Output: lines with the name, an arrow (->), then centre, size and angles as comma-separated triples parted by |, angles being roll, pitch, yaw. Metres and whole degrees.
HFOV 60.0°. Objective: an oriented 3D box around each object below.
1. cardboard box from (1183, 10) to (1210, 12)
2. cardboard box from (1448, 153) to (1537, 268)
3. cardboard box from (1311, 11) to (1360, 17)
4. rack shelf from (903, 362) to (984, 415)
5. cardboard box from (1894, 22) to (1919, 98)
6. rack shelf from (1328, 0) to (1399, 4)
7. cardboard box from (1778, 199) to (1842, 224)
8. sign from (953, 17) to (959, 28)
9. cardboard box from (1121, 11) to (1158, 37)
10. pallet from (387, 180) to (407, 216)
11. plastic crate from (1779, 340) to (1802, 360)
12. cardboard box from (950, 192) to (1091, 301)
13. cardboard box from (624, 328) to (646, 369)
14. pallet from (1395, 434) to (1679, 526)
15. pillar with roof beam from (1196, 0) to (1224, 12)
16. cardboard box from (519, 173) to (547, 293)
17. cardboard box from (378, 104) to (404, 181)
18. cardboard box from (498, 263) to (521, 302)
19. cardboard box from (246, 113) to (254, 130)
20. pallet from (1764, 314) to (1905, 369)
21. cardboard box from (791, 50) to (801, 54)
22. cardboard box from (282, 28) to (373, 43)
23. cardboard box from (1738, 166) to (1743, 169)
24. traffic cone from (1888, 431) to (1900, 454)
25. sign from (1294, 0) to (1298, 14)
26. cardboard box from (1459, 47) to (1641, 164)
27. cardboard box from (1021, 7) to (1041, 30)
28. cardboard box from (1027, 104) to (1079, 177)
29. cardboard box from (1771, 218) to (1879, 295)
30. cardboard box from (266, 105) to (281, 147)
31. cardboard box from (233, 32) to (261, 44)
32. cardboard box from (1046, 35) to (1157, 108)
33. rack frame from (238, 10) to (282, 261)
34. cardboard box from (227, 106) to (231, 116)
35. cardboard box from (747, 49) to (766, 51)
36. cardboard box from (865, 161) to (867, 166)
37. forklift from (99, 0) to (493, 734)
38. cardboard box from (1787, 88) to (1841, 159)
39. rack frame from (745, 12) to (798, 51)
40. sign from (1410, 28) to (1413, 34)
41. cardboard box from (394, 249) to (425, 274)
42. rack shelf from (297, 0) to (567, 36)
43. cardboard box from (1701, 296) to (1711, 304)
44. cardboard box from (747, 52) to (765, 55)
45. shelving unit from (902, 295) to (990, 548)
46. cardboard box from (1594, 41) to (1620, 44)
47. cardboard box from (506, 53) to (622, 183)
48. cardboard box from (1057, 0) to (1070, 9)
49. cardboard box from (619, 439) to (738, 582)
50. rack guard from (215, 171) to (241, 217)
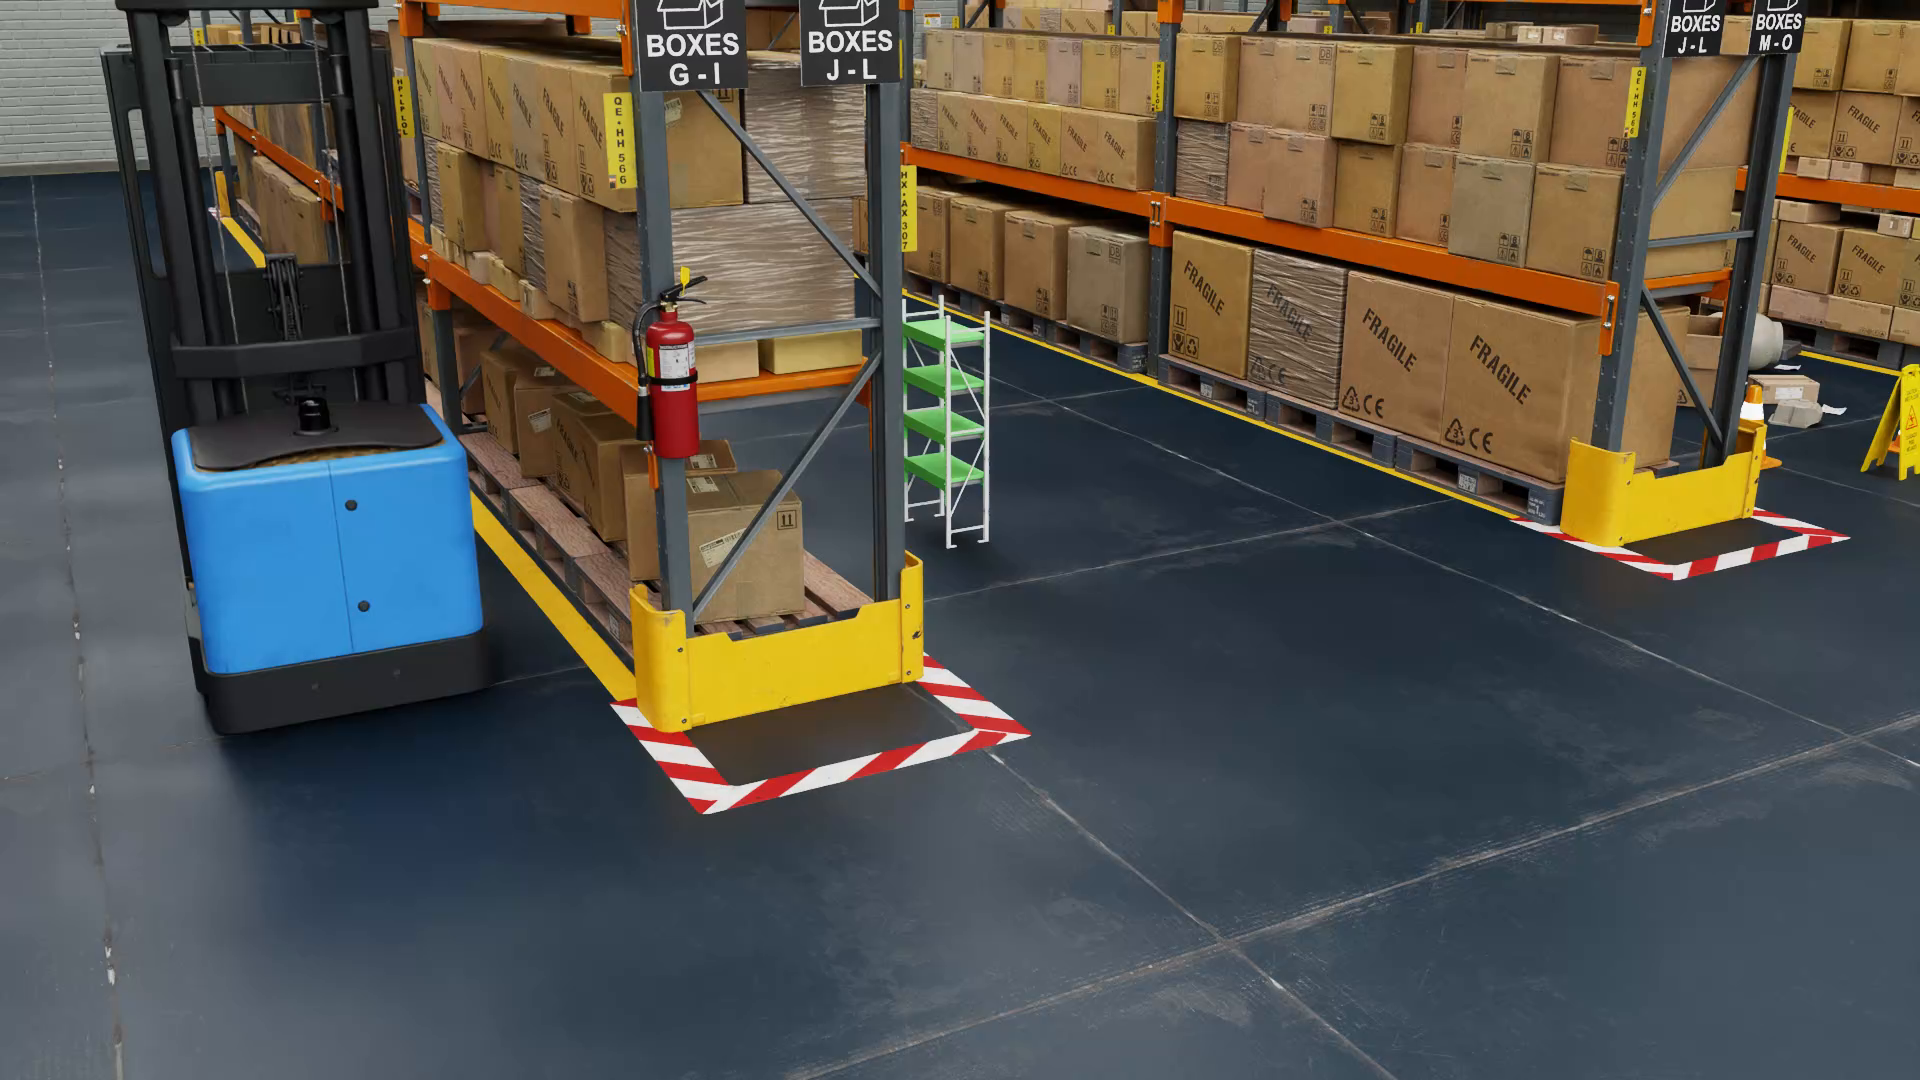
cardboard box -> 2.766, -6.190, 20.285 | 0.500, 0.500, 0.500 | -9, 21, -25
cardboard box -> 3.227, -1.844, 9.146 | 0.875, 0.550, 0.550 | -10, 21, -27
cardboard box -> 5.491, -7.499, 24.390 | 0.500, 0.500, 0.500 | -9, 21, -25
rack shelf -> -0.079, -0.781, 8.516 | 0.258, 0.148, 0.480 | -10, 21, -27
cardboard box -> 7.030, -3.365, 11.642 | 0.700, 0.500, 0.500 | -10, 22, -27
rack shelf -> 3.283, -6.263, 18.687 | 1.077, 0.370, 4.000 | -10, 21, -27
cardboard box -> 6.557, -2.542, 12.827 | 0.380, 0.149, 0.250 | -9, 21, -24
sign -> -0.058, -7.270, 23.653 | 0.100, 0.325, 0.005 | -10, 21, -27
cardboard box -> 2.289, -6.108, 20.049 | 0.500, 0.500, 0.500 | -10, 21, -26
pallet -> -3.513, -2.423, 11.350 | 1.003, 0.211, 1.213 | -10, 21, -27
plastic crate -> 6.156, -1.505, 12.870 | 0.583, 0.080, 0.402 | 16, 25, 39
cardboard box -> 0.552, -2.511, 14.115 | 1.050, 0.750, 0.750 | -10, 21, -26
cardboard box -> -1.125, -0.782, 6.685 | 0.380, 0.149, 0.250 | -10, 21, -27
pallet -> 3.275, -0.418, 9.519 | 1.003, 0.211, 1.213 | -10, 21, -27
pillar with roof beam -> 0.524, -10.760, 26.019 | 9.100, 9.000, 0.400 | -10, 21, -27
cardboard box -> -1.469, -1.405, 7.494 | 0.875, 0.500, 0.500 | -10, 21, -27
cardboard box -> -3.494, -2.658, 10.935 | 0.797, 0.503, 0.637 | -8, 20, -21
cardboard box -> -2.028, -1.272, 8.105 | 0.380, 0.149, 0.250 | -10, 21, -27
cardboard box -> -6.821, -4.142, 16.422 | 0.380, 0.149, 0.250 | -10, 21, -26
pallet -> 7.065, -1.607, 12.964 | 1.003, 0.211, 1.213 | -10, 21, -27
cardboard box -> -1.613, -5.240, 18.046 | 0.380, 0.149, 0.250 | -9, 21, -24
cardboard box -> -5.453, -4.189, 14.481 | 0.797, 0.503, 0.637 | -9, 21, -25
cardboard box -> 6.318, -3.068, 13.309 | 0.380, 0.149, 0.250 | -10, 21, -27
traffic cone -> 5.876, -0.769, 10.152 | 0.336, 0.463, 0.334 | -10, 21, -27
sign -> 5.298, -8.454, 26.274 | 0.100, 0.325, 0.005 | -10, 21, -27
cardboard box -> 3.239, -2.356, 8.976 | 0.875, 0.550, 0.550 | -10, 21, -27
cardboard box -> 1.151, -6.809, 22.078 | 0.500, 0.500, 0.500 | -10, 21, -26
cardboard box -> 0.861, -3.113, 12.900 | 0.500, 0.500, 0.500 | -10, 21, -26
cardboard box -> 6.684, -2.204, 12.841 | 0.500, 0.500, 0.500 | -9, 21, -24
cardboard box -> -5.913, -3.813, 14.929 | 0.500, 0.500, 0.500 | -11, 22, -28
cardboard box -> -6.842, -4.739, 16.391 | 0.500, 0.500, 0.500 | -9, 21, -25
cardboard box -> 1.097, -3.621, 12.840 | 0.700, 0.500, 0.500 | -10, 21, -26
rack frame -> -6.388, -4.224, 16.275 | 1.000, 3.000, 0.127 | -10, 21, -27
cardboard box -> -7.678, -4.659, 17.921 | 0.380, 0.149, 0.250 | -11, 22, -28
cardboard box -> -2.454, -5.246, 18.628 | 0.500, 0.500, 0.500 | -10, 21, -27
cardboard box -> -1.108, -3.634, 16.603 | 0.500, 0.250, 0.500 | -9, 21, -25
forklift -> -3.000, -1.091, 7.301 | 1.130, 2.935, 3.031 | -9, 21, -25
cardboard box -> 6.581, -3.194, 12.681 | 0.500, 0.500, 0.500 | -10, 21, -27
rack frame -> -1.975, -4.964, 18.417 | 1.000, 3.000, 0.127 | -10, 21, -27
sign -> 4.706, -5.208, 17.471 | 0.100, 0.325, 0.005 | -10, 21, -27
cardboard box -> -3.884, -2.118, 12.180 | 0.500, 0.250, 0.500 | -7, 20, -21
rack shelf -> -3.539, -3.580, 10.911 | 1.077, 0.370, 4.000 | -10, 21, -27
cardboard box -> 6.174, -2.150, 13.836 | 0.500, 0.250, 0.500 | -11, 22, -29
cardboard box -> -1.181, -1.928, 7.478 | 0.500, 0.500, 0.500 | -10, 21, -27
shelving unit -> -0.079, -0.615, 8.573 | 0.258, 1.200, 0.503 | -10, 21, -27
cardboard box -> 5.701, -4.316, 15.287 | 0.500, 0.500, 0.500 | -10, 21, -27
cardboard box -> -1.646, -1.846, 7.241 | 0.500, 0.500, 0.500 | -10, 21, -27
cardboard box -> 1.481, -6.927, 21.426 | 0.380, 0.149, 0.250 | -10, 21, -27
cardboard box -> -1.286, -0.144, 7.640 | 0.500, 0.500, 0.500 | -4, 20, -12
rack guard -> -8.299, -4.198, 20.030 | 1.175, 0.500, 0.348 | -10, 21, -27
